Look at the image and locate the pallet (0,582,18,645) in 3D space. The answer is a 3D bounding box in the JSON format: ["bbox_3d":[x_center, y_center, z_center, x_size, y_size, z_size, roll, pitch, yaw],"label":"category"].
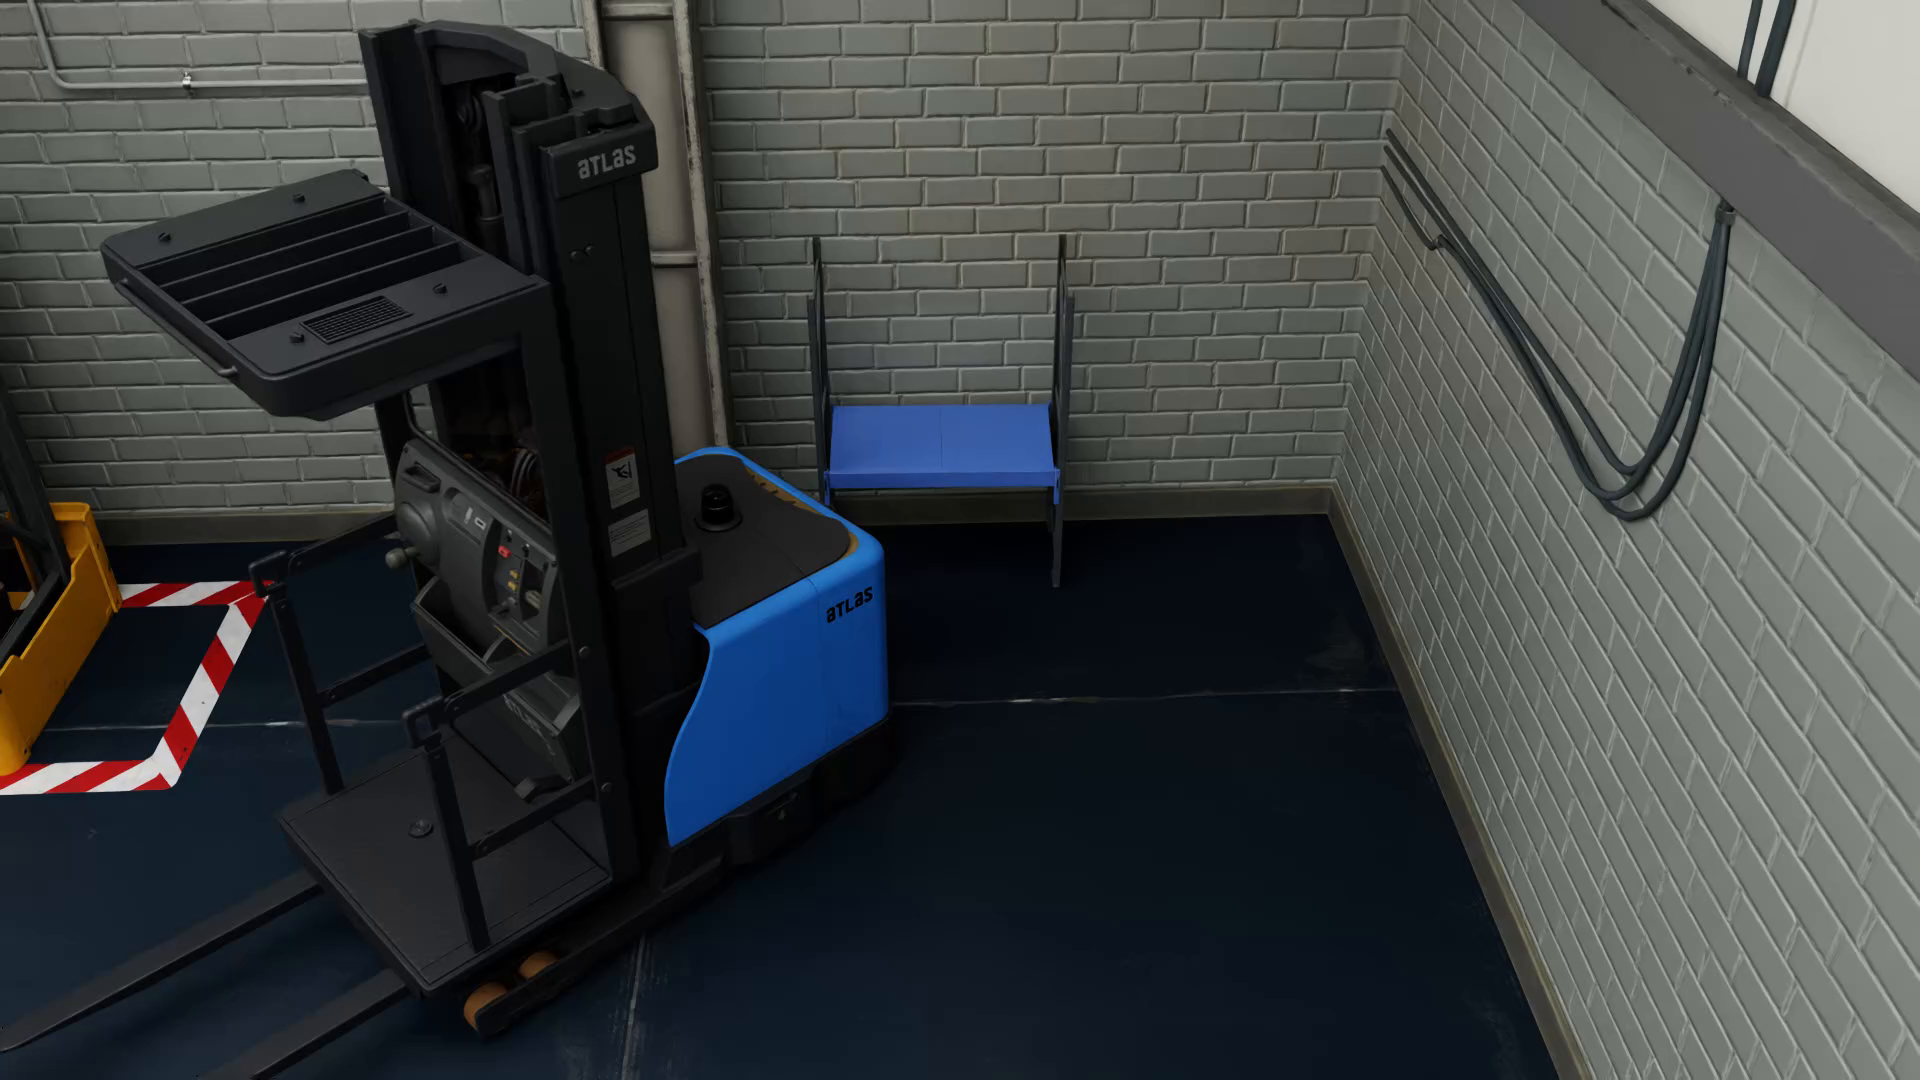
[{"bbox_3d":[-4.663,0.564,6.749,1.213,0.211,1.003,-2,35,-2],"label":"pallet"}]

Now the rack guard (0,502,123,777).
[{"bbox_3d":[-3.844,0.379,6.763,0.348,0.500,1.175,-2,35,-2],"label":"rack guard"}]

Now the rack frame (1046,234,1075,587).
[{"bbox_3d":[0.428,-0.527,7.158,0.032,1.500,0.500,-1,39,-1],"label":"rack frame"}]

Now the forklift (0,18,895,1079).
[{"bbox_3d":[-1.666,0.069,5.075,3.031,2.935,1.130,-29,44,-35],"label":"forklift"}]

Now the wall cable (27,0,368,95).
[{"bbox_3d":[-2.634,-1.638,6.589,1.851,1.984,0.084,-2,35,-2],"label":"wall cable"}]

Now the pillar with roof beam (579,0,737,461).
[{"bbox_3d":[-1.008,-1.232,1.623,0.400,9.000,9.100,-2,35,-2],"label":"pillar with roof beam"}]

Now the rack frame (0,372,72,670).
[{"bbox_3d":[-3.868,-0.648,6.051,0.127,3.000,1.000,-2,35,-2],"label":"rack frame"}]

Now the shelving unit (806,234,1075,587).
[{"bbox_3d":[-0.081,-0.521,7.150,1.048,1.500,0.538,-1,39,-1],"label":"shelving unit"}]

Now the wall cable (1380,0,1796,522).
[{"bbox_3d":[1.798,-1.788,5.154,0.112,2.526,3.097,-2,35,-2],"label":"wall cable"}]

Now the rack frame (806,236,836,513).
[{"bbox_3d":[-0.589,-0.516,7.142,0.032,1.500,0.500,-1,39,-1],"label":"rack frame"}]

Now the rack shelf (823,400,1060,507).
[{"bbox_3d":[-0.081,-0.382,7.265,1.000,0.185,0.538,-1,39,-1],"label":"rack shelf"}]
